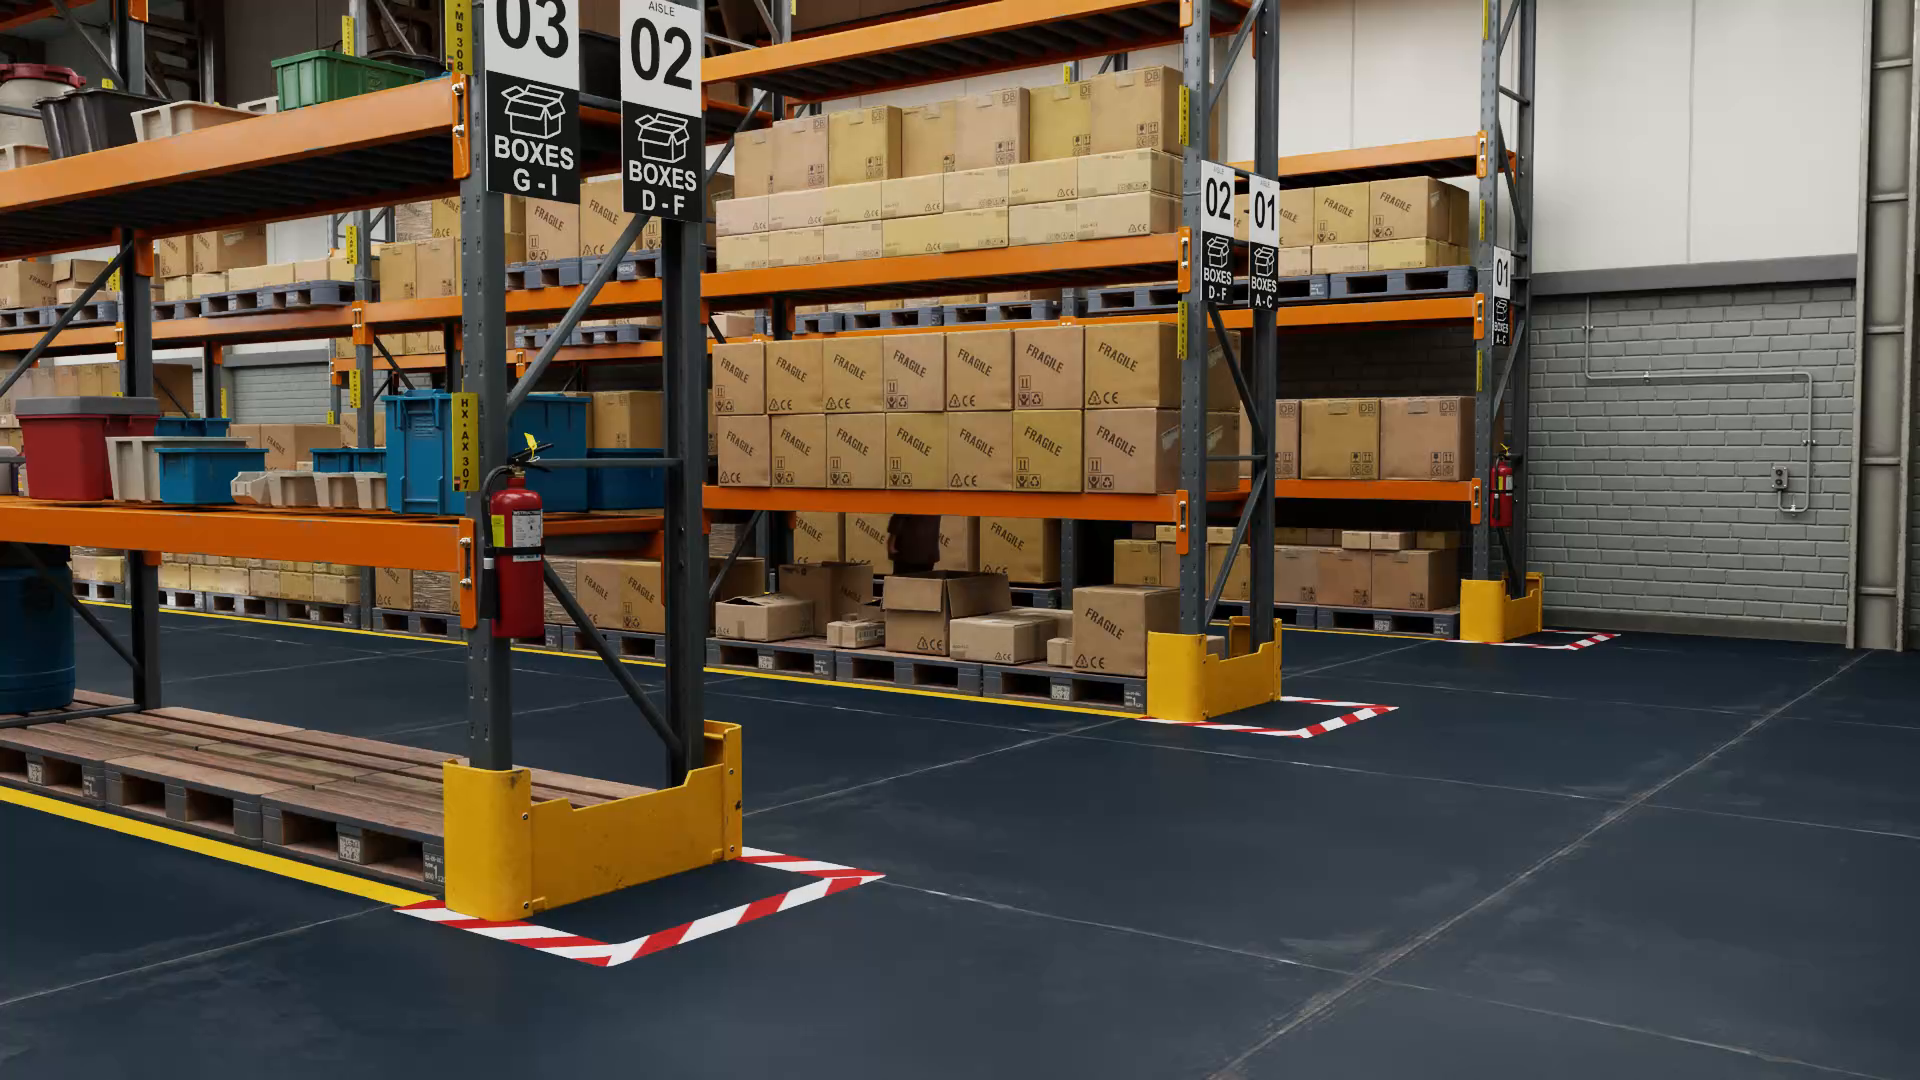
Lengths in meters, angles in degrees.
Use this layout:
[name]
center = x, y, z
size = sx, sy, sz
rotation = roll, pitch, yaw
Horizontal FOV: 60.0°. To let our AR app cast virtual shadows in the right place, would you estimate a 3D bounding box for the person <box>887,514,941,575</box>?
[person]
center = -0.375, -0.050, 13.309
size = 0.424, 1.775, 0.654
rotation = 2, 4, 30
